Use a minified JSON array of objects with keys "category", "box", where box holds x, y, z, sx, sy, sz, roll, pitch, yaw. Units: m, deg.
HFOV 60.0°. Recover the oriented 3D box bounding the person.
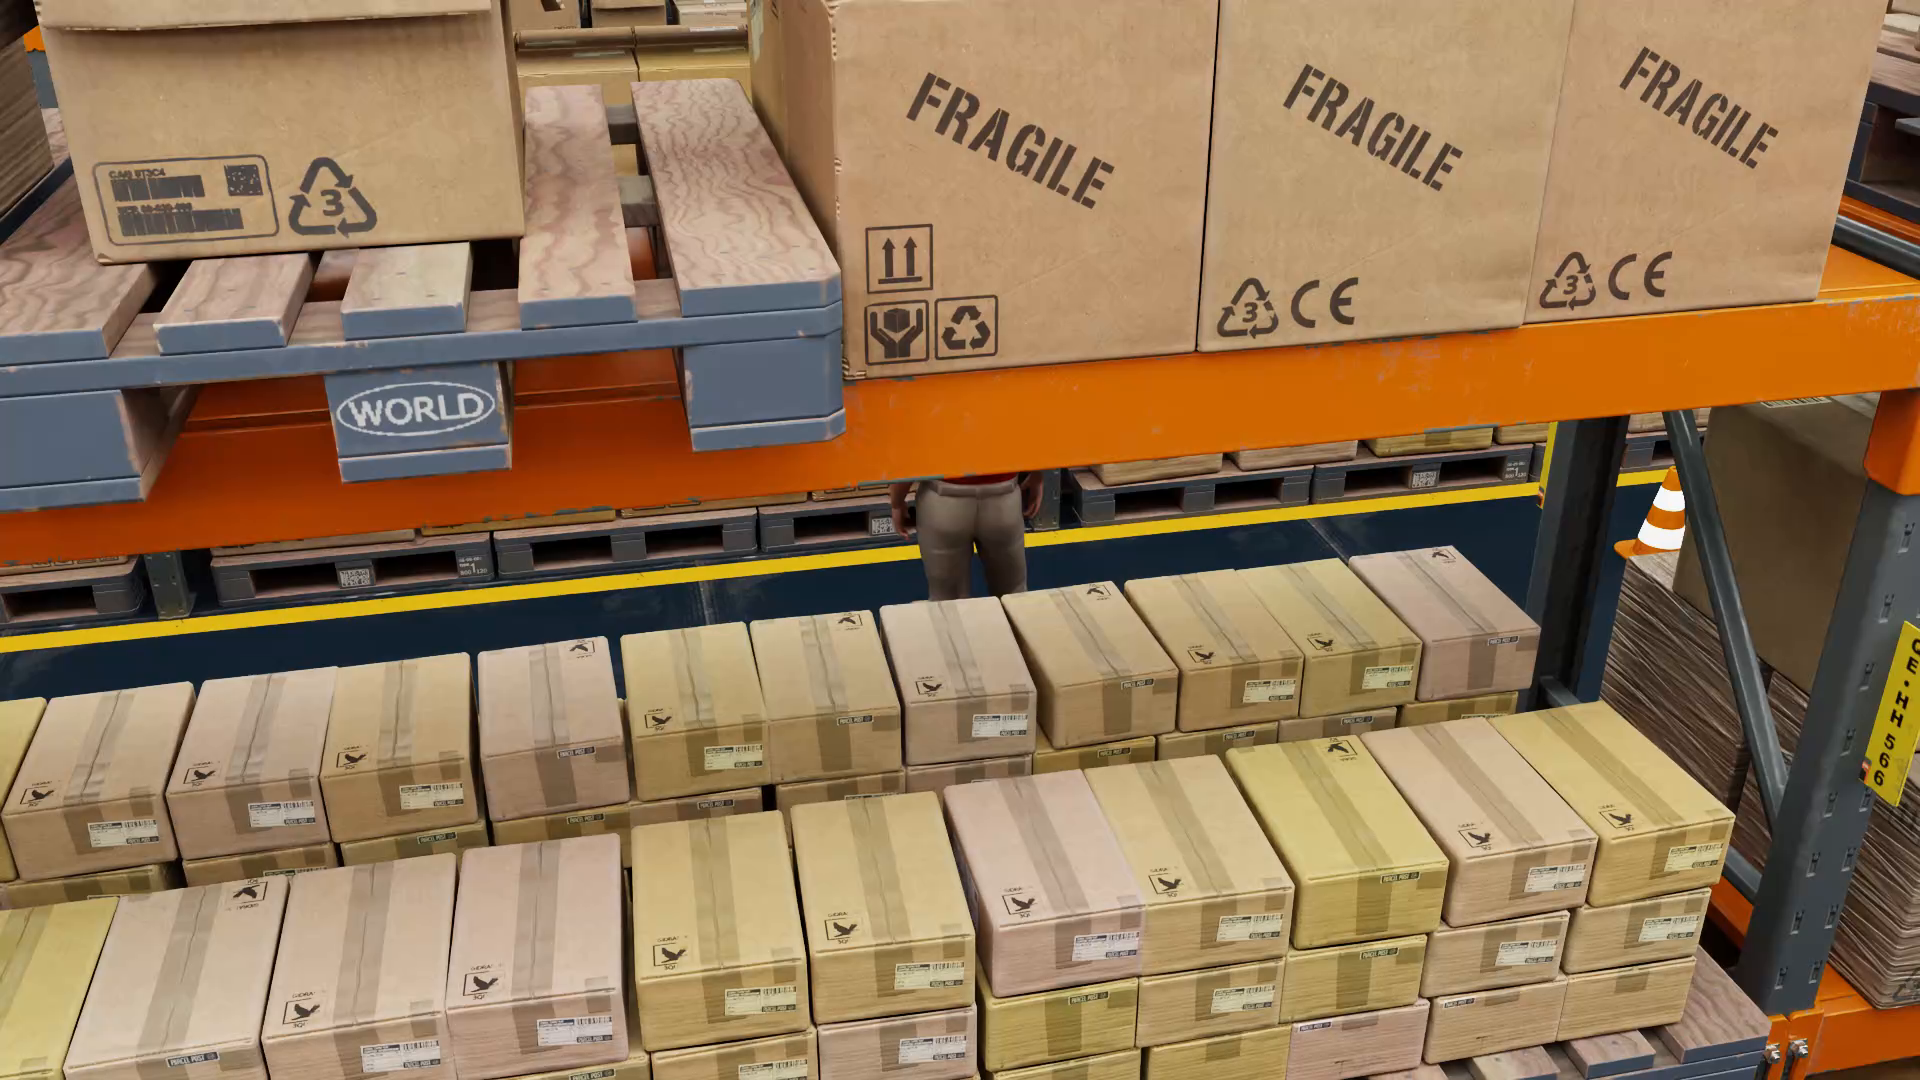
[{"category":"person","box":[0.024,-0.170,6.454,0.635,1.727,0.551,-6,27,-12]}]
